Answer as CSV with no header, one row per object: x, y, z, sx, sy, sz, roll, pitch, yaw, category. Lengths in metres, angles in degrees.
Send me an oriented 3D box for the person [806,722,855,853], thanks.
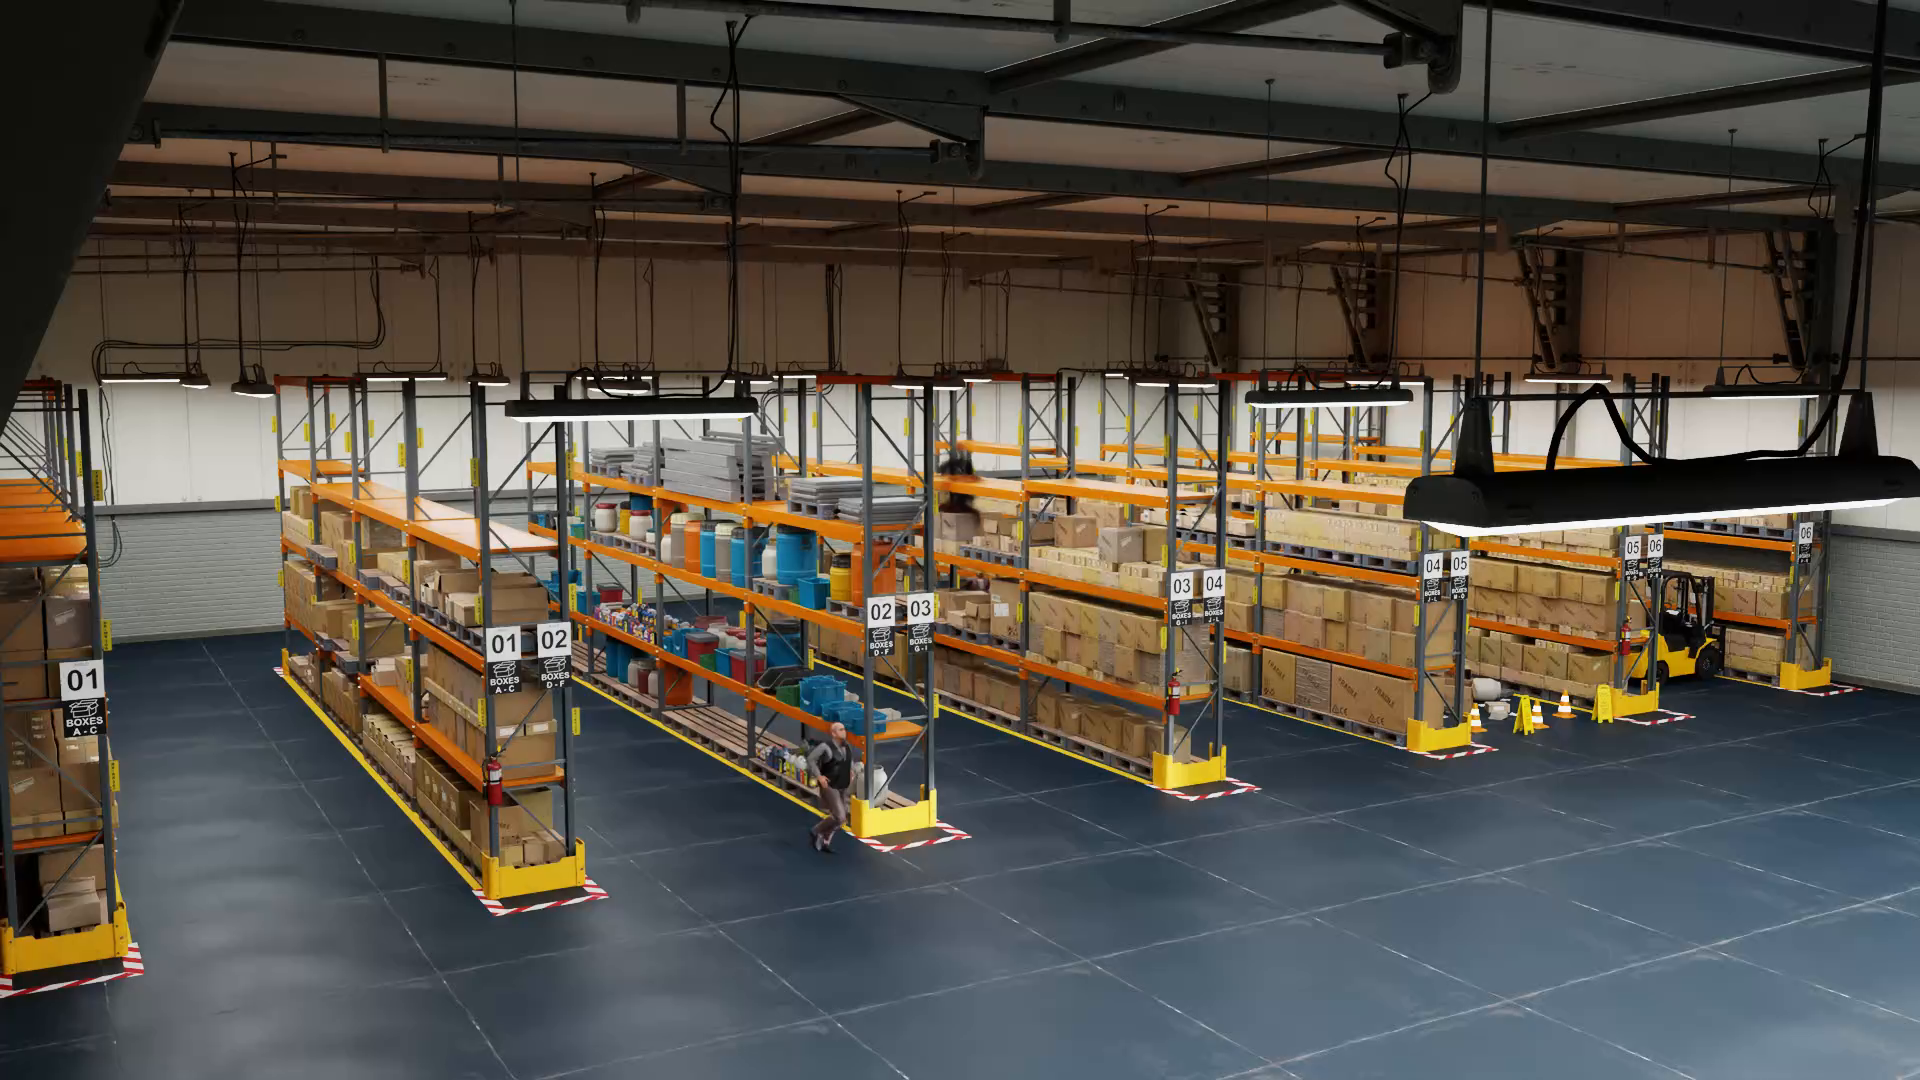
-1.599,3.174,21.305,0.572,1.689,0.670,4,8,34,person

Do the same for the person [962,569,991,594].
0.435,1.467,36.427,0.674,1.835,0.925,-3,7,-25,person
